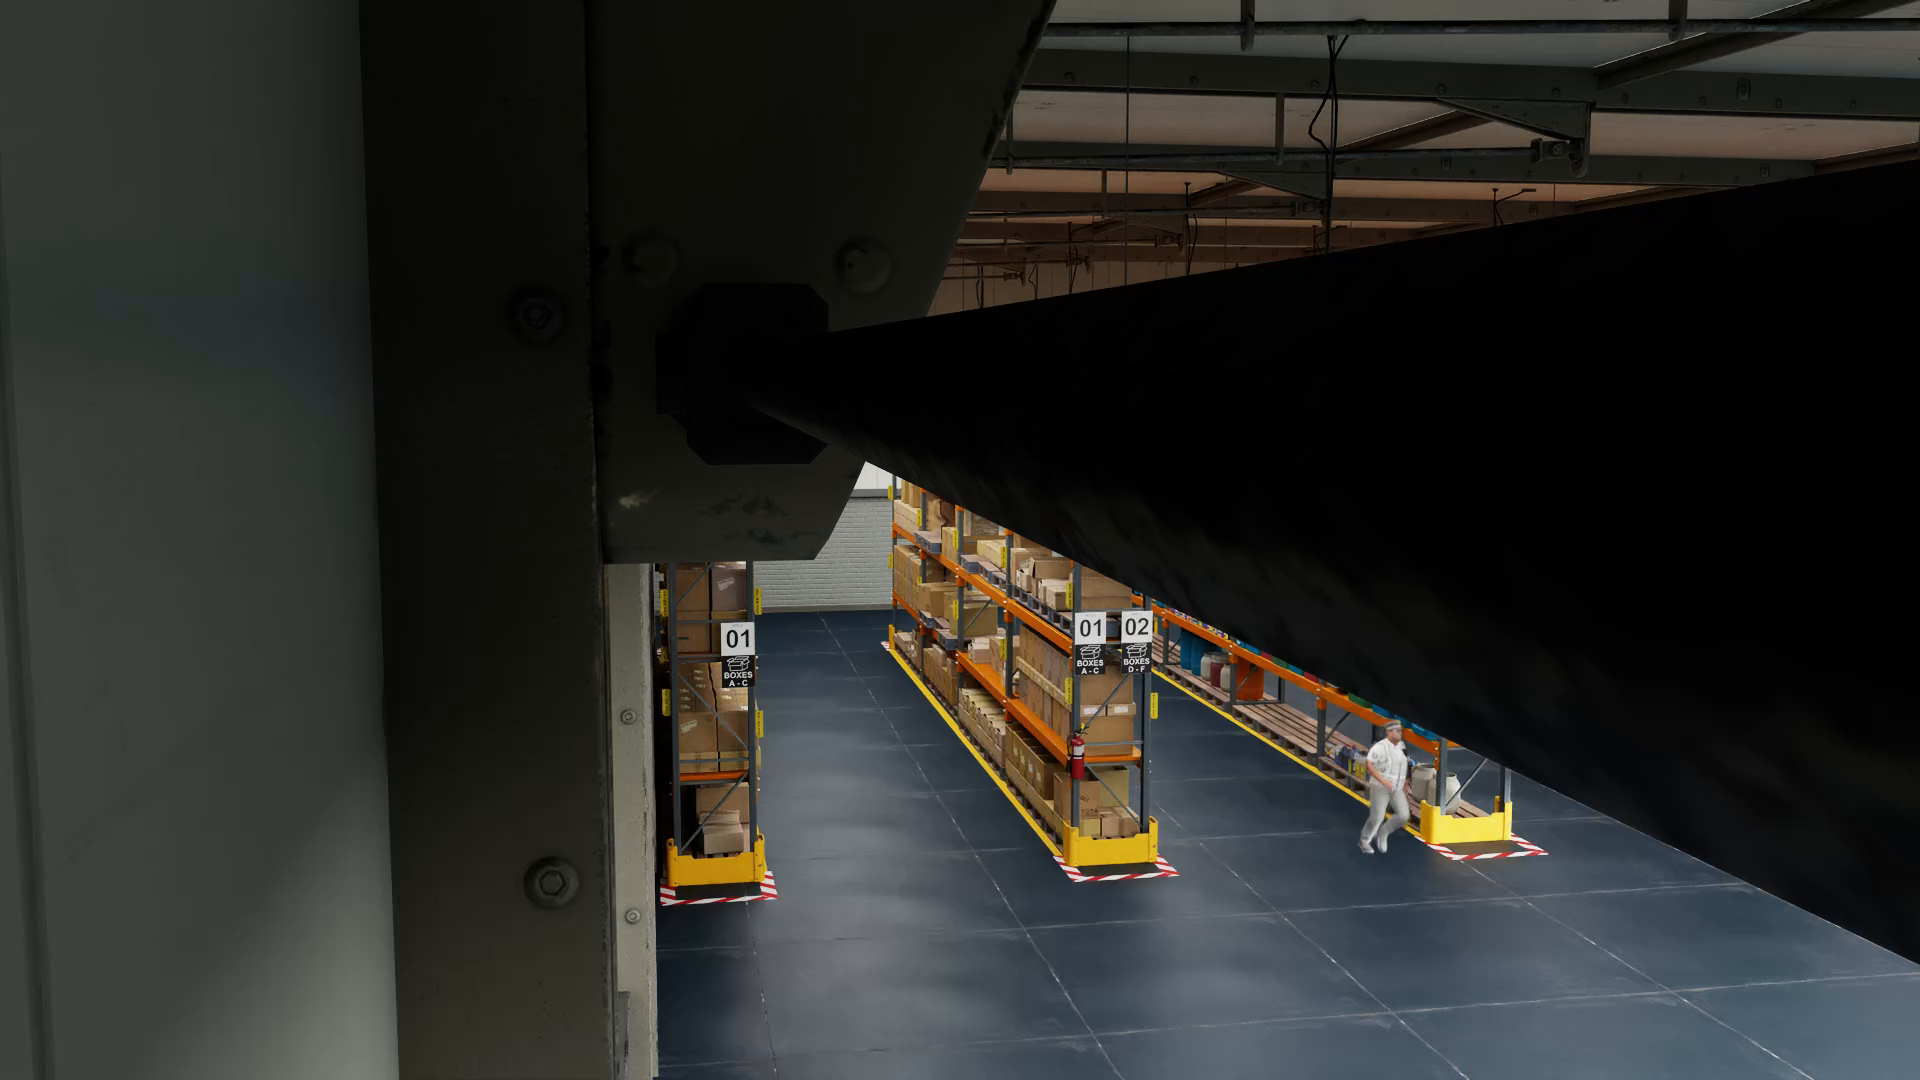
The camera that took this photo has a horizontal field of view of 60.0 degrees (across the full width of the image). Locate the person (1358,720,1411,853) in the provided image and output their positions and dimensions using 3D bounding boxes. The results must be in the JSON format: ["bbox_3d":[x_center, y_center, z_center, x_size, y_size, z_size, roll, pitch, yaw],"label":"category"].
[{"bbox_3d":[5.537,3.167,21.382,0.721,1.733,0.587,-3,7,-25],"label":"person"}]
